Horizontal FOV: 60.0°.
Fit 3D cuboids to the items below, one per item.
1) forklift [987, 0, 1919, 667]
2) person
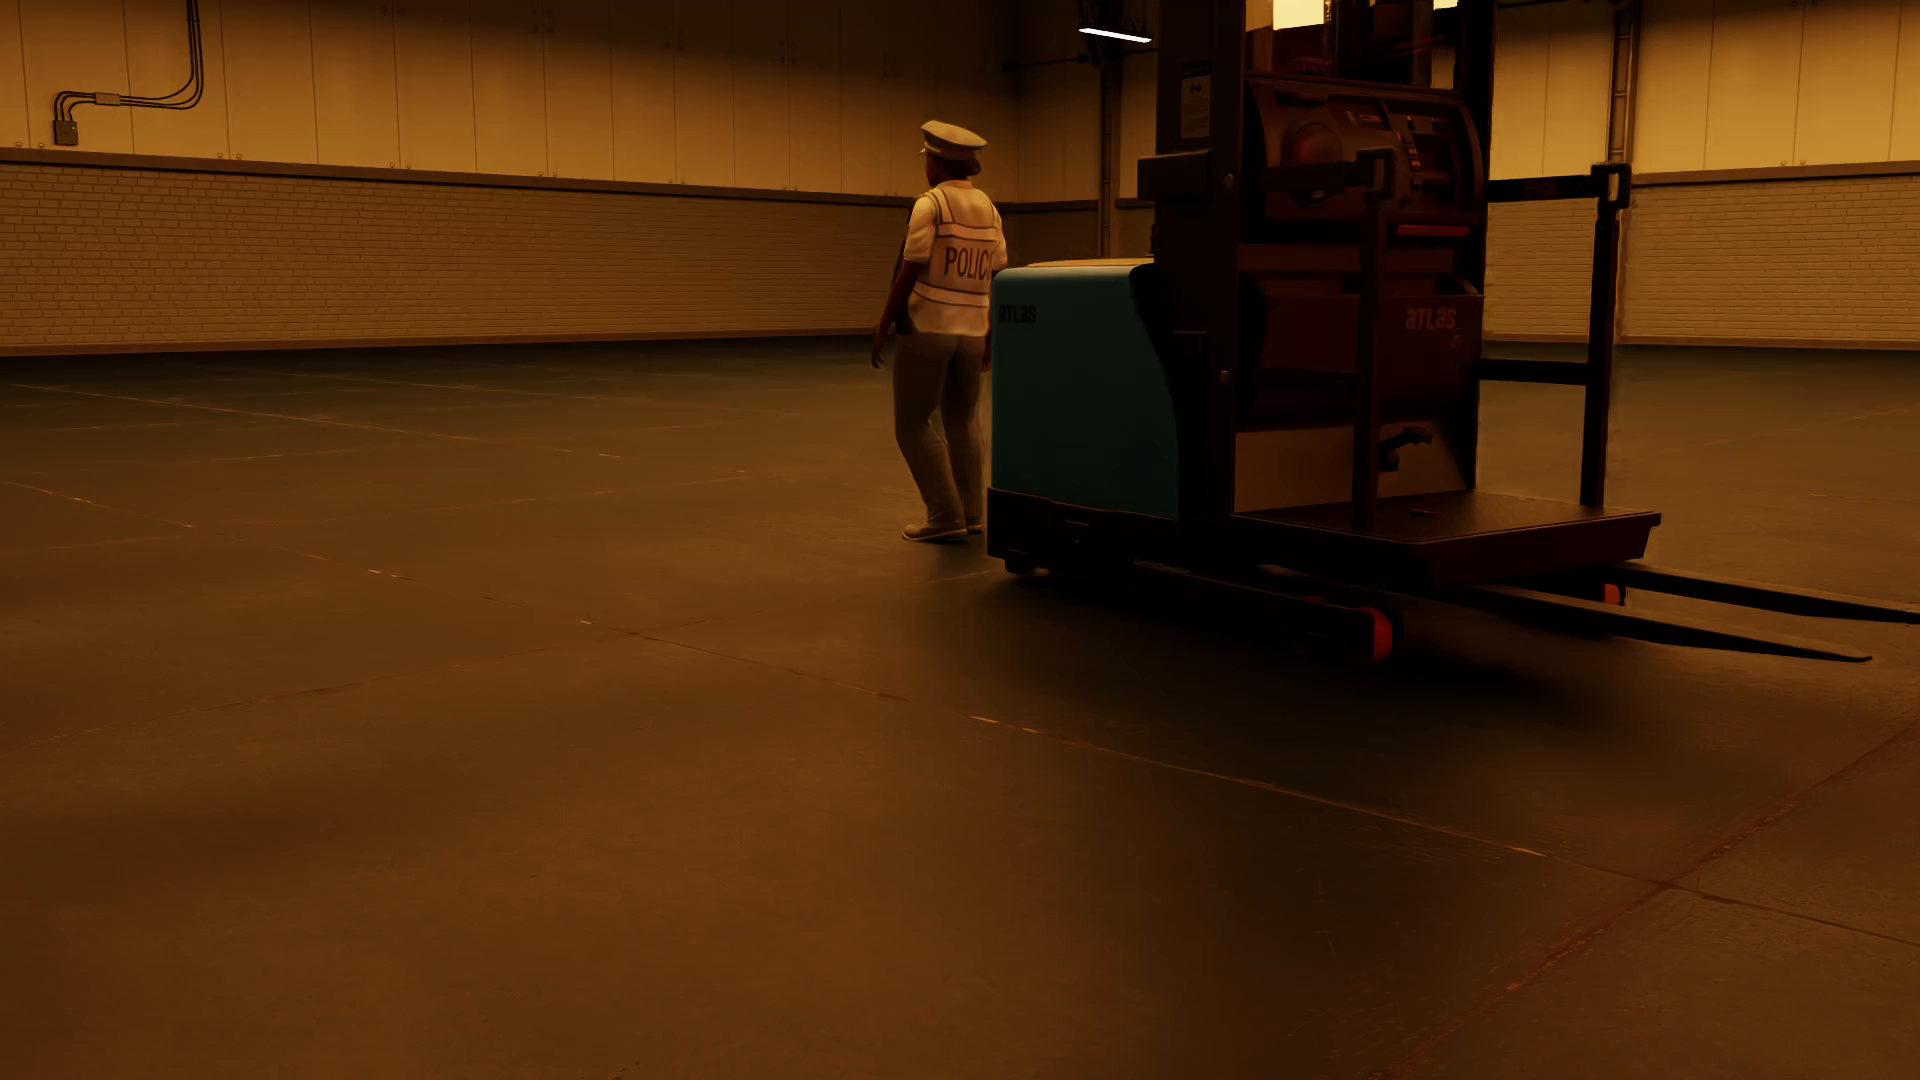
[{"bbox_3d":[1.337,-1.189,4.770,1.130,2.935,3.031,-6,10,-34],"label":"forklift"},{"bbox_3d":[-0.096,-0.825,6.693,0.597,1.671,0.543,-7,11,-41],"label":"person"}]
